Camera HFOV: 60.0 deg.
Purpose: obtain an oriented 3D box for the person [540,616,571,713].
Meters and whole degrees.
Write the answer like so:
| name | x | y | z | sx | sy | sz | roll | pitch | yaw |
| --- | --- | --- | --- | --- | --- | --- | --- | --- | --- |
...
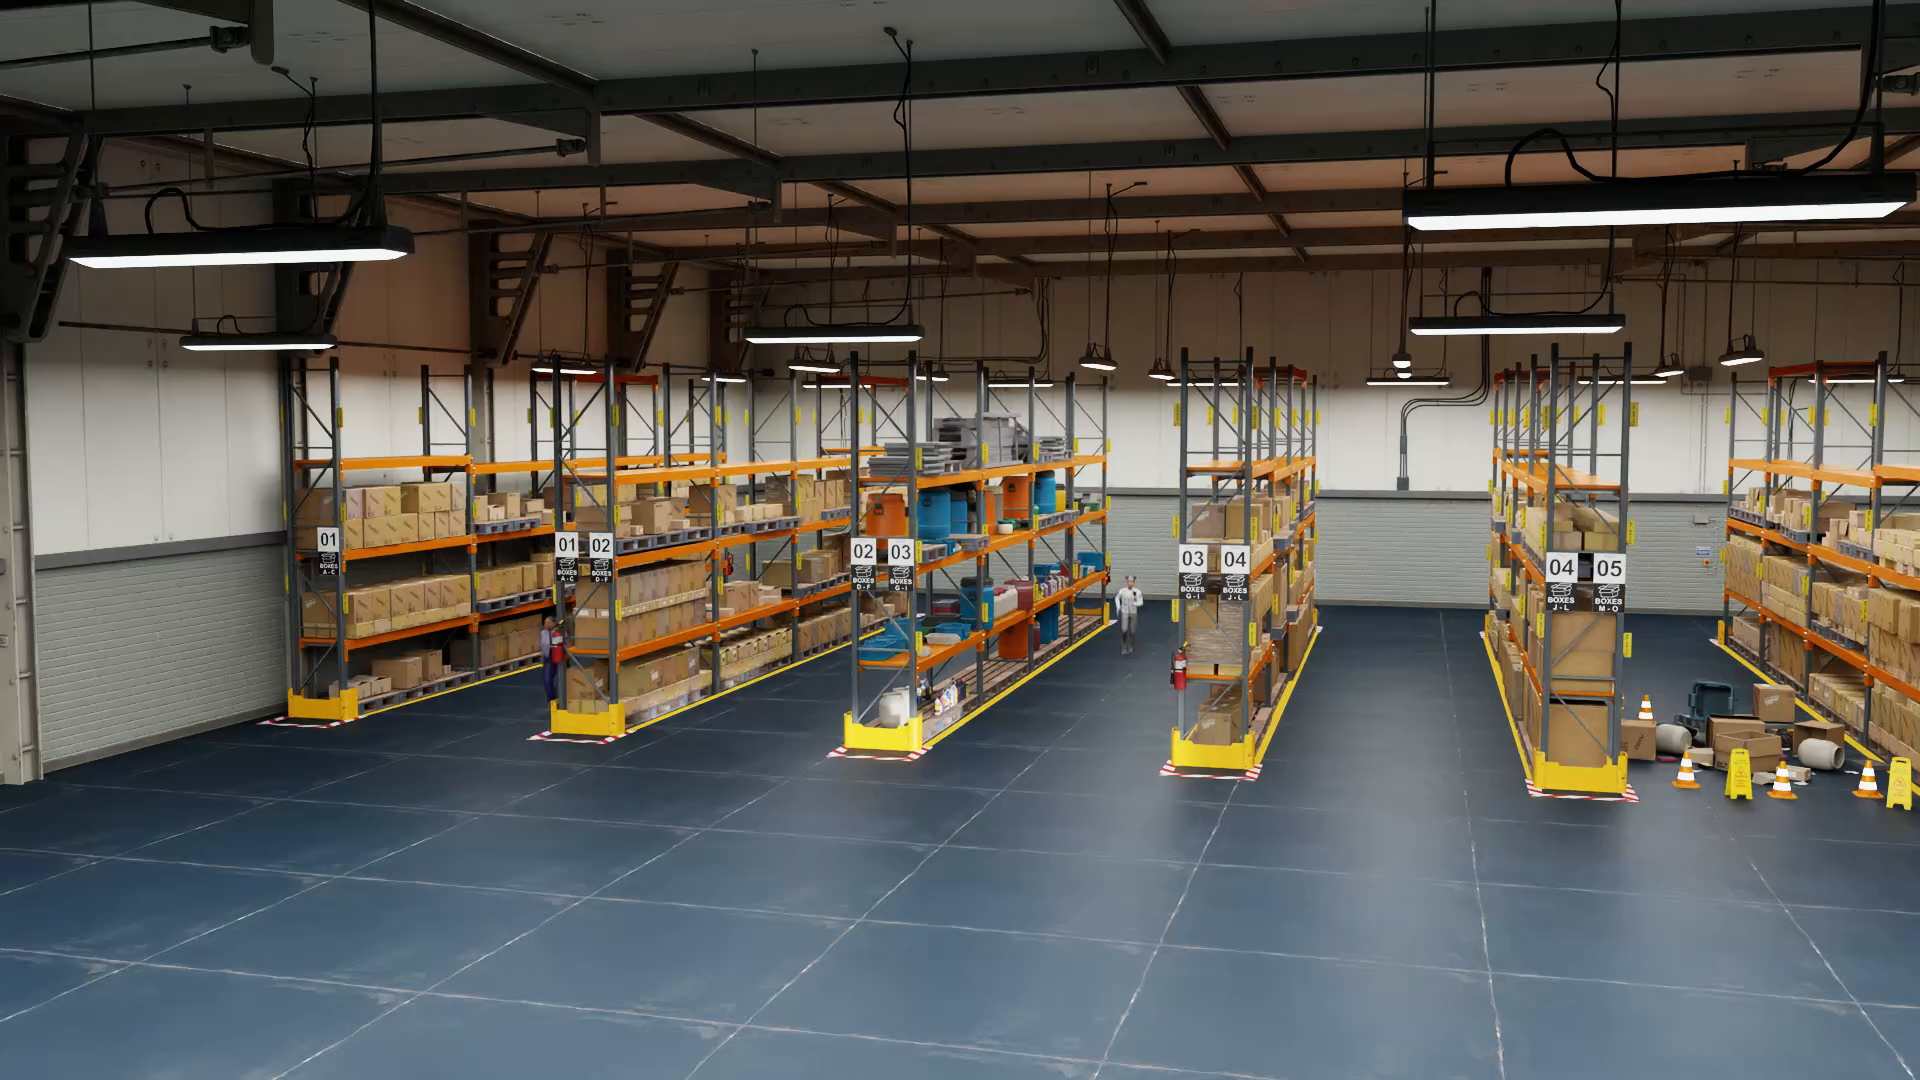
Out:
| name | x | y | z | sx | sy | sz | roll | pitch | yaw |
| --- | --- | --- | --- | --- | --- | --- | --- | --- | --- |
| person | -6.918 | 2.098 | 28.355 | 0.600 | 1.601 | 0.882 | 1 | 4 | 8 |

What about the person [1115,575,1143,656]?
| name | x | y | z | sx | sy | sz | roll | pitch | yaw |
| --- | --- | --- | --- | --- | --- | --- | --- | --- | --- |
| person | 3.569 | 1.587 | 35.064 | 0.573 | 1.718 | 0.685 | 0 | 4 | 4 |
